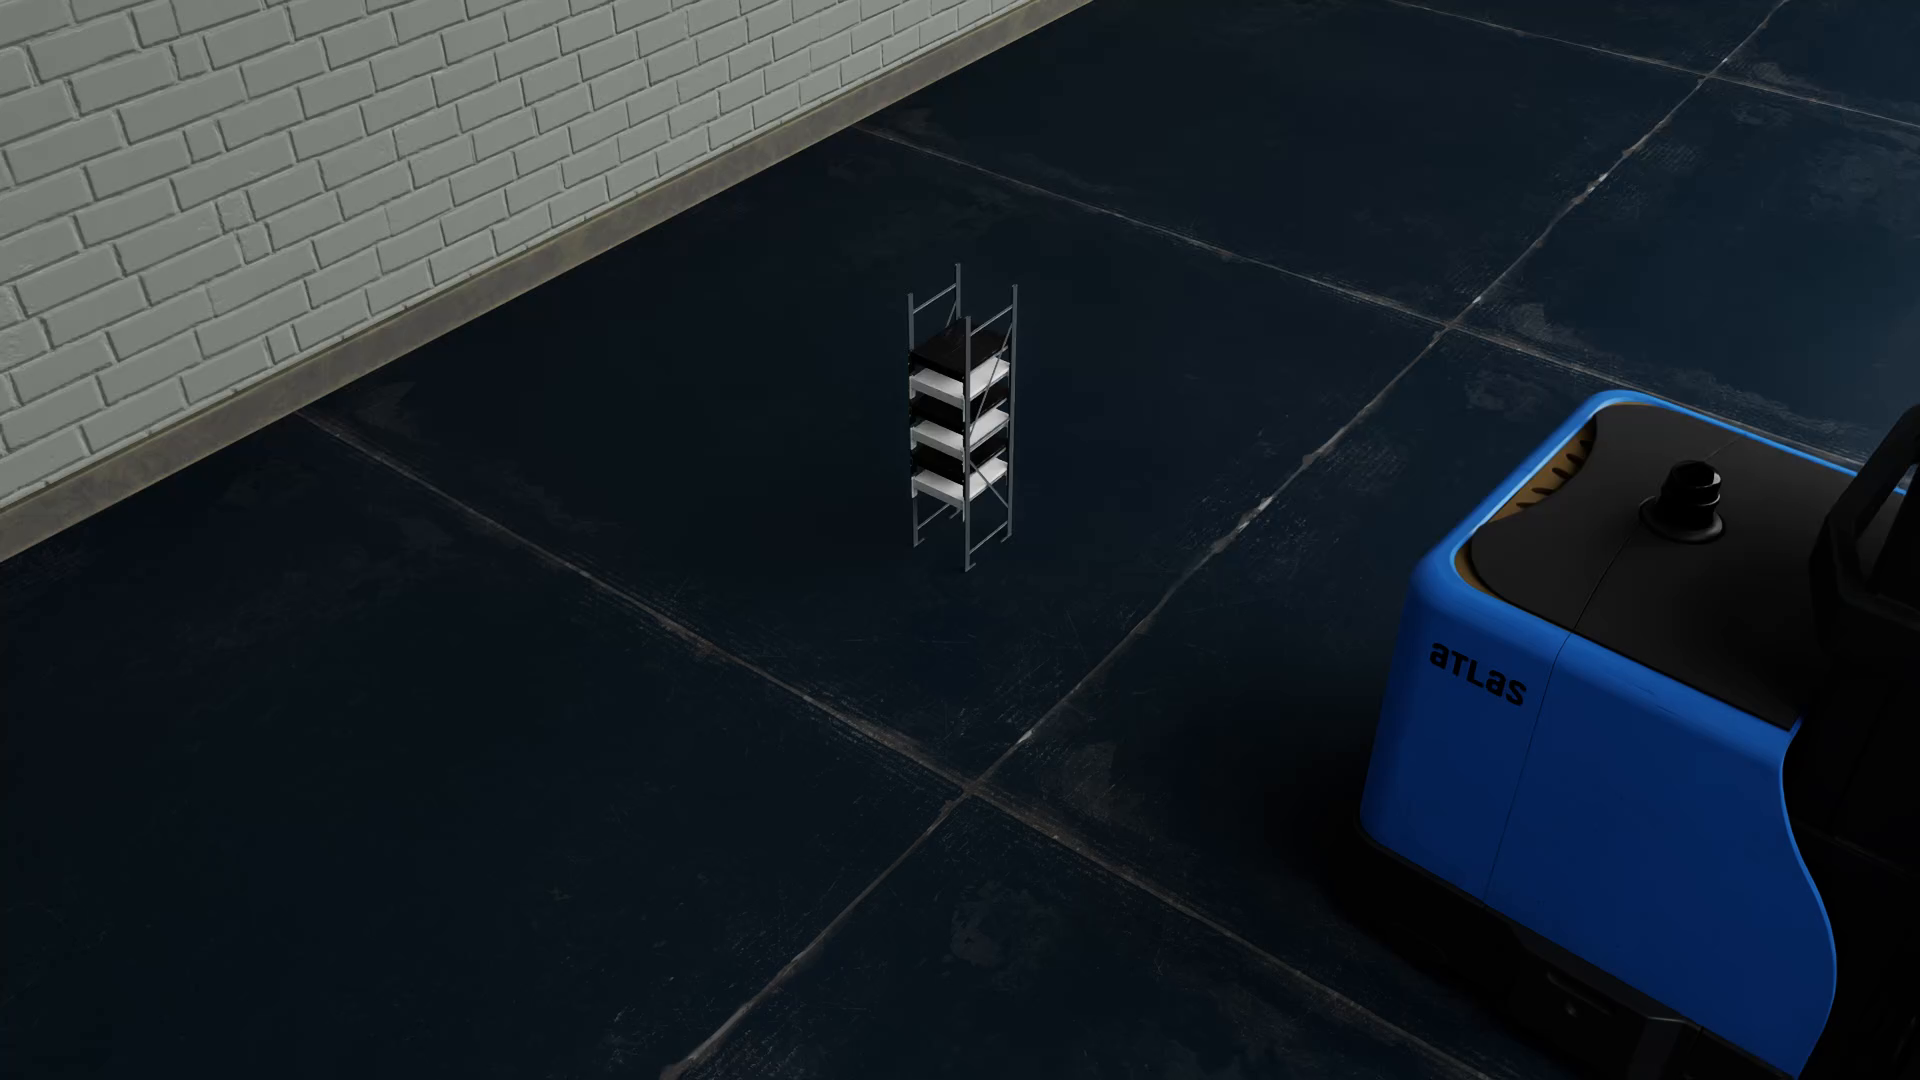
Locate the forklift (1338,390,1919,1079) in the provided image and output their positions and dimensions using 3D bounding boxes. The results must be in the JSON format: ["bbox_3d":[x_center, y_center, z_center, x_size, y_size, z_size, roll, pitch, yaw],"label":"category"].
[{"bbox_3d":[2.366,0.125,2.712,3.031,2.935,1.130,28,46,31],"label":"forklift"}]

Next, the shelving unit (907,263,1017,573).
[{"bbox_3d":[0.006,-0.351,4.969,0.210,0.900,0.258,25,45,29],"label":"shelving unit"}]

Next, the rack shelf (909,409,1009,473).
[{"bbox_3d":[0.006,-0.325,4.989,0.200,0.077,0.258,25,45,29],"label":"rack shelf"}]

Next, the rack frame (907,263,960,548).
[{"bbox_3d":[-0.074,-0.389,5.017,0.006,0.900,0.240,25,45,29],"label":"rack frame"}]

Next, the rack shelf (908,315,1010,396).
[{"bbox_3d":[0.006,-0.538,4.823,0.200,0.077,0.258,25,45,29],"label":"rack shelf"}]

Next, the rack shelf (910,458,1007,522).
[{"bbox_3d":[0.006,-0.183,5.100,0.200,0.077,0.258,25,45,29],"label":"rack shelf"}]

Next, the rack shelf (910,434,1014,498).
[{"bbox_3d":[0.006,-0.254,5.045,0.200,0.077,0.258,25,45,29],"label":"rack shelf"}]

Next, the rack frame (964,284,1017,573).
[{"bbox_3d":[0.087,-0.313,4.920,0.006,0.900,0.240,25,45,29],"label":"rack frame"}]

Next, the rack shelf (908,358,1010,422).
[{"bbox_3d":[0.006,-0.467,4.878,0.200,0.077,0.258,25,45,29],"label":"rack shelf"}]

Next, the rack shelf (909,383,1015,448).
[{"bbox_3d":[0.006,-0.396,4.934,0.200,0.077,0.258,25,45,29],"label":"rack shelf"}]
